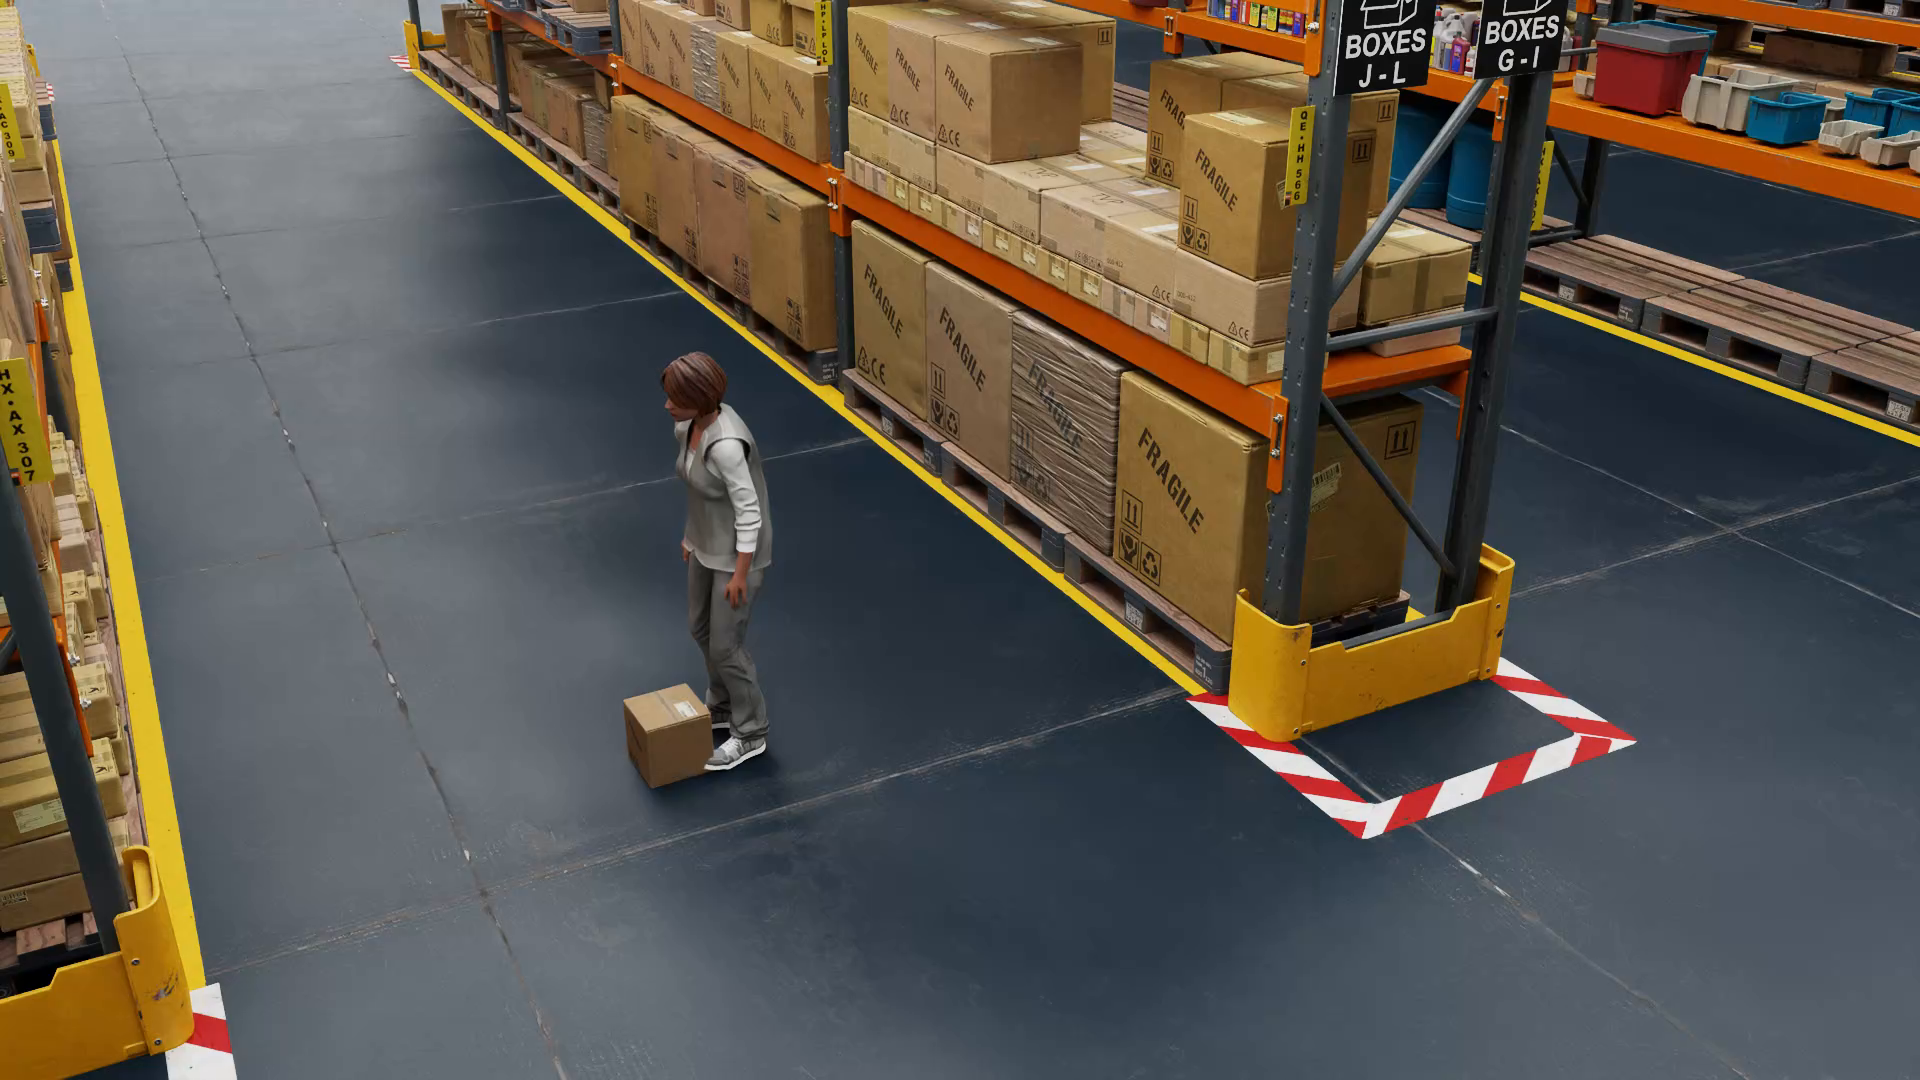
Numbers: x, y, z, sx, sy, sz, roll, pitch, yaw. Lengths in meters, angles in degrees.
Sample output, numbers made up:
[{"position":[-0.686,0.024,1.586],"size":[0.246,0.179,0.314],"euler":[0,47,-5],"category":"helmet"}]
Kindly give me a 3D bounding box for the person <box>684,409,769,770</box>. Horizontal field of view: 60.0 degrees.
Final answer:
[{"position":[-0.871,0.177,6.035],"size":[0.328,1.352,0.480],"euler":[-15,30,-28],"category":"person"}]
